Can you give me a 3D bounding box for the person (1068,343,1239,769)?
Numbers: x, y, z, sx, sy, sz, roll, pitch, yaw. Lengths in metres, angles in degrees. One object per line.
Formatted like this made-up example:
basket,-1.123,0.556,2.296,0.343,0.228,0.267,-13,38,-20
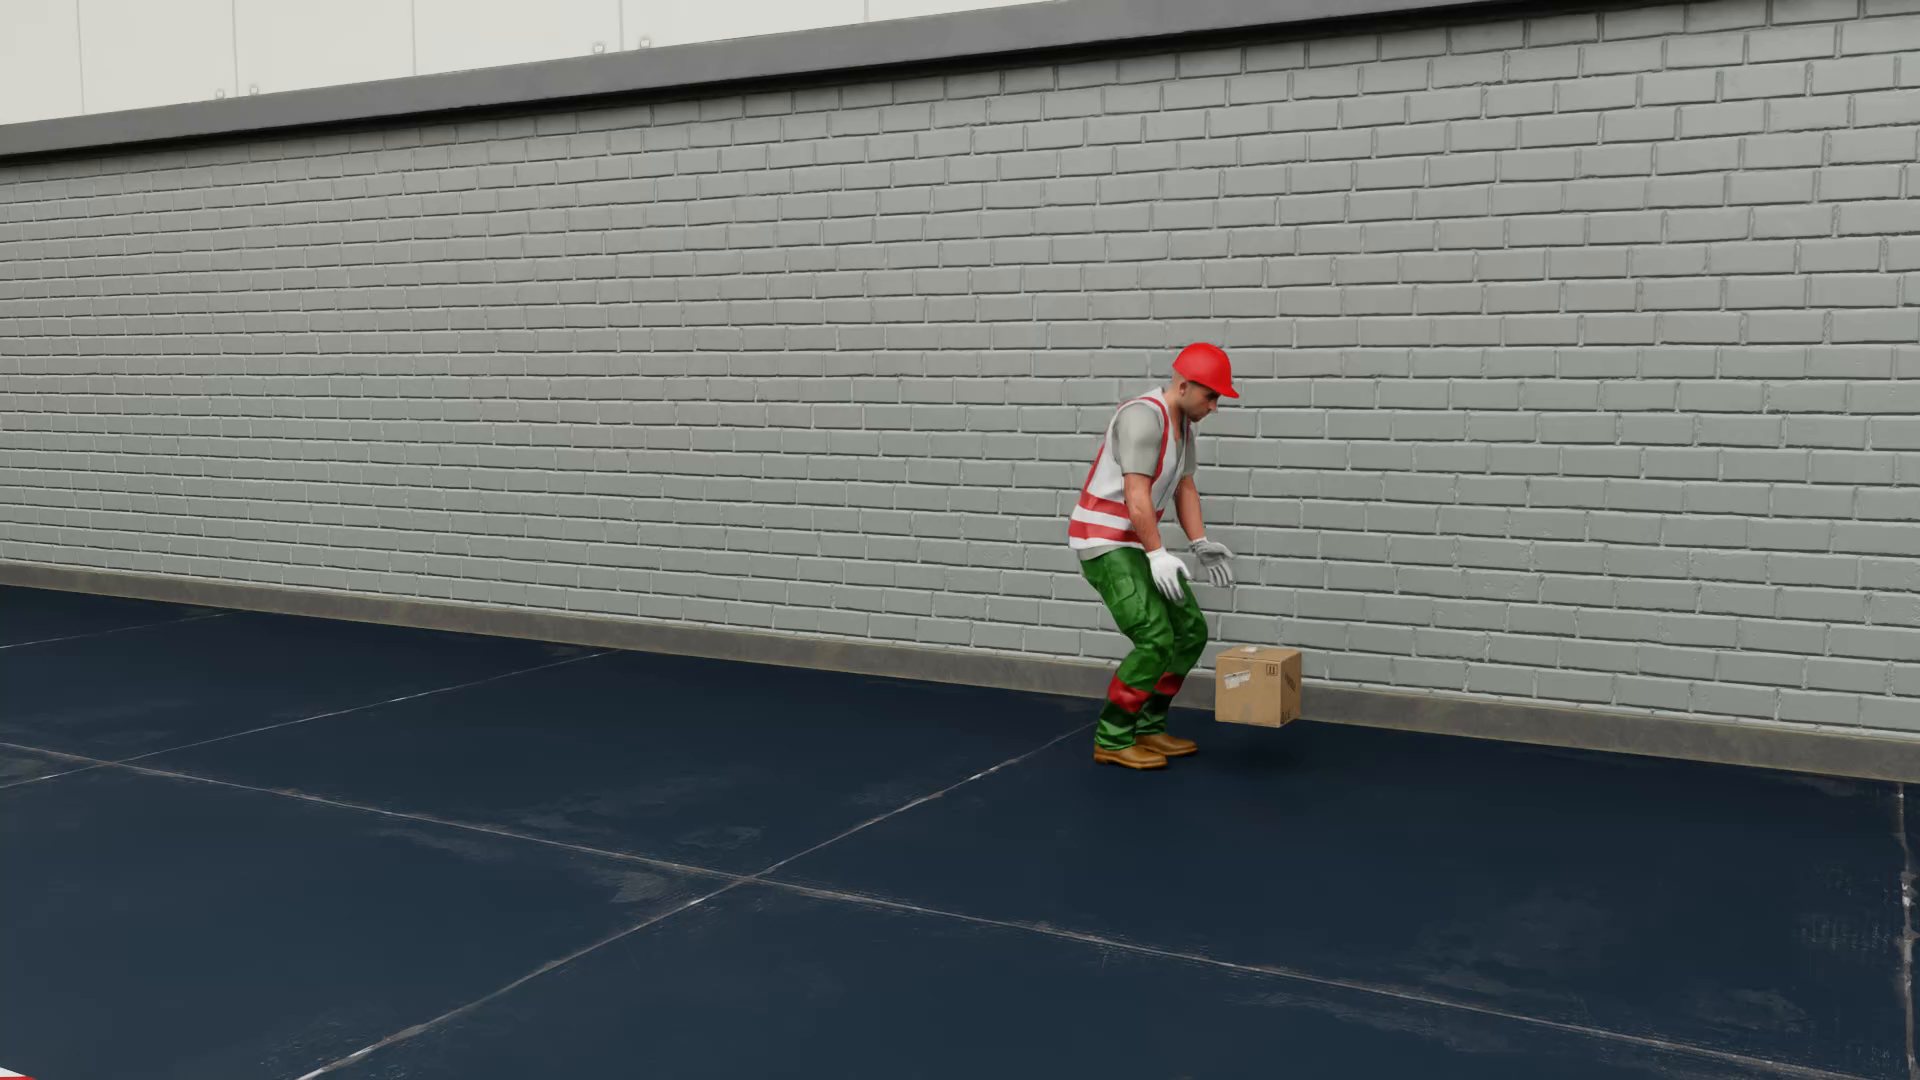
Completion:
person,0.755,0.050,6.391,0.625,1.604,0.572,3,7,29
